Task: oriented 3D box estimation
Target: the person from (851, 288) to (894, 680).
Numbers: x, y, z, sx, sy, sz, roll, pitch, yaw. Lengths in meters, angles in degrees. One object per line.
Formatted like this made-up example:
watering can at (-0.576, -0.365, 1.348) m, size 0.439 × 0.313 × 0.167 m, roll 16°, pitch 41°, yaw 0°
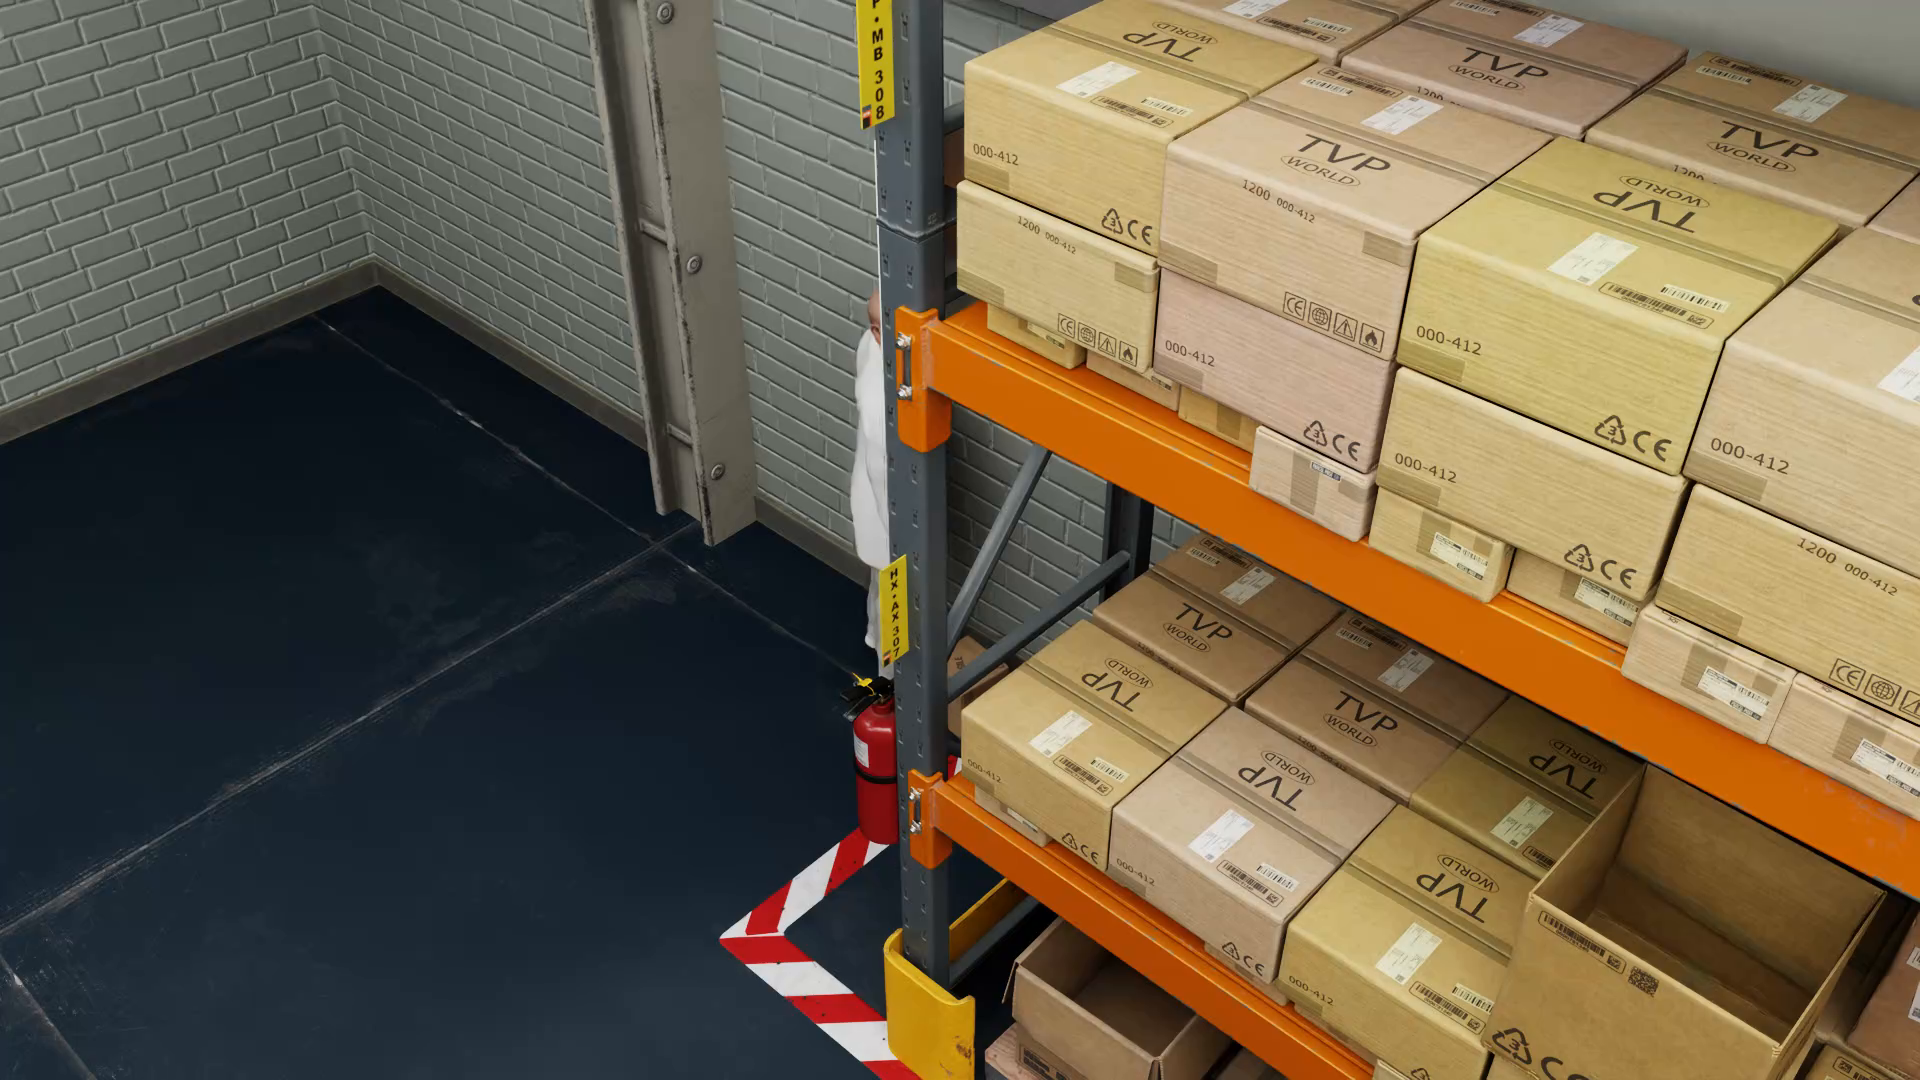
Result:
person at (-0.203, -0.176, 6.357) m, size 0.427 × 1.809 × 0.626 m, roll 0°, pitch 39°, yaw -1°
